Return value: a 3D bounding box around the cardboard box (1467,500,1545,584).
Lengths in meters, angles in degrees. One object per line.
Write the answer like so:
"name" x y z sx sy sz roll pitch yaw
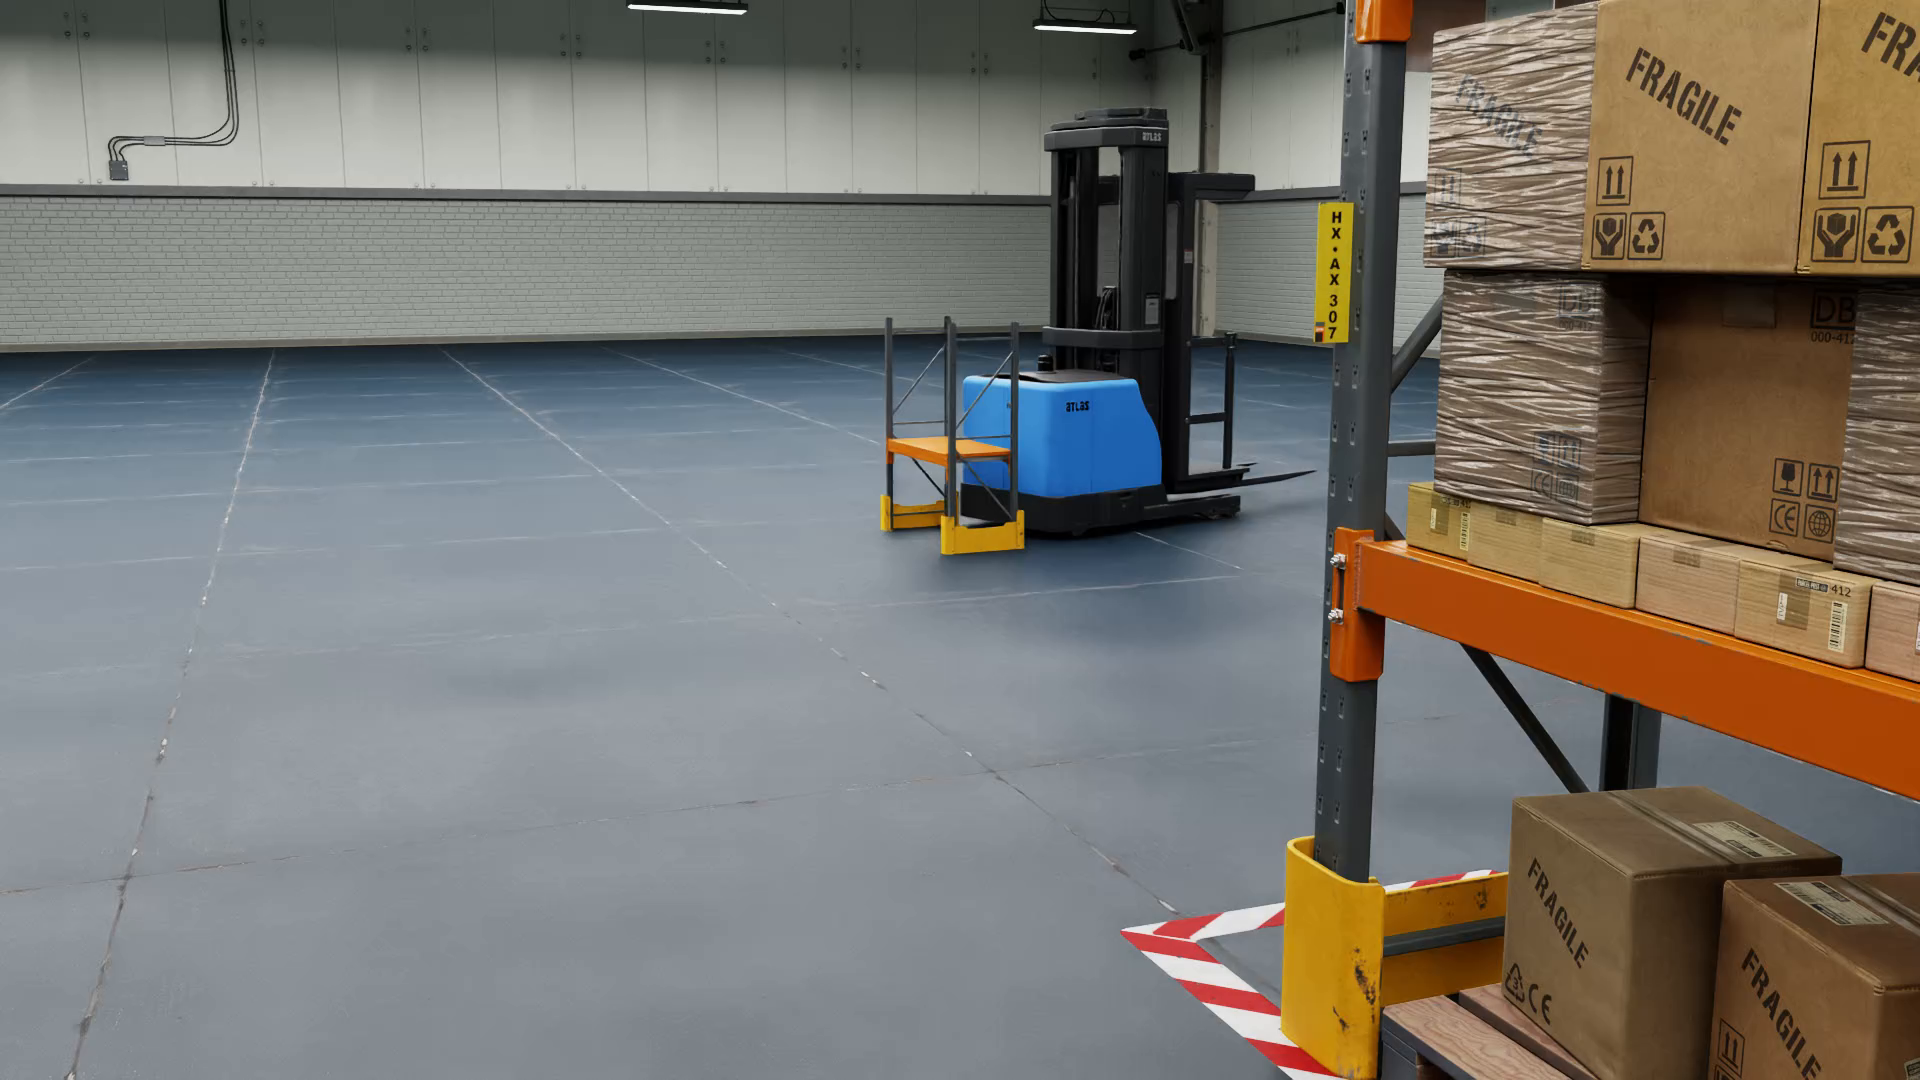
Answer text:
"cardboard box" 1.343 -0.010 3.630 0.380 0.149 0.250 -4 11 -21

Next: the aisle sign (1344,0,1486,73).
"aisle sign" 1.087 -1.509 3.913 0.394 0.787 0.004 -4 11 -21

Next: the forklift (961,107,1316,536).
"forklift" 1.463 -1.654 12.352 3.031 2.935 1.130 -8 13 -39

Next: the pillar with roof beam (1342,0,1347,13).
"pillar with roof beam" 3.590 -7.719 29.120 9.100 9.000 0.548 -4 11 -21

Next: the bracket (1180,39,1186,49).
"bracket" 4.947 -10.789 36.101 0.235 0.232 0.430 -4 11 -21

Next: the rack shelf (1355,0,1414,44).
"rack shelf" 2.114 -1.034 2.156 1.077 0.370 4.000 -4 11 -21

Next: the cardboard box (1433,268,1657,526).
"cardboard box" 1.563 -0.342 3.641 0.875 0.500 0.500 -4 11 -21

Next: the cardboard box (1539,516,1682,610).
"cardboard box" 1.420 0.032 3.395 0.380 0.149 0.250 -4 11 -21

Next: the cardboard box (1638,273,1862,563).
"cardboard box" 1.856 -0.268 3.225 0.875 0.500 0.500 -4 11 -21

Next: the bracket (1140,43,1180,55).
"bracket" 4.302 -11.079 37.734 0.076 0.066 3.189 -4 11 -21

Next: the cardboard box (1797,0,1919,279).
"cardboard box" 1.692 -0.655 2.547 0.500 0.500 0.500 -4 11 -21

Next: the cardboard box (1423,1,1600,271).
"cardboard box" 1.335 -0.818 3.466 0.500 0.500 0.500 -4 11 -21

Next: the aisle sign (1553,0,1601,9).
"aisle sign" 1.647 -1.547 4.127 0.394 0.787 0.004 -4 11 -21

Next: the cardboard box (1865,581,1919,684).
"cardboard box" 1.730 0.151 2.721 0.380 0.149 0.250 -4 11 -21

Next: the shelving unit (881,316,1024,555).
"shelving unit" -0.066 -0.746 11.331 0.587 1.500 1.083 -5 11 -26

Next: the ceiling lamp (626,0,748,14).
"ceiling lamp" -4.636 -10.434 27.716 2.000 3.185 0.800 -4 11 -21

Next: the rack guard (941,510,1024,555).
"rack guard" 0.153 -0.052 11.000 0.587 0.250 0.087 -5 11 -26

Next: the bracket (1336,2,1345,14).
"bracket" 7.121 -9.810 30.595 0.235 0.232 0.430 -4 11 -21

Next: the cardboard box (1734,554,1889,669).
"cardboard box" 1.614 0.112 2.941 0.380 0.149 0.250 -4 11 -21

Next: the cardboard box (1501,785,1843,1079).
"cardboard box" 1.600 0.889 3.794 0.500 0.500 0.500 -2 10 -10

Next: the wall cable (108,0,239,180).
"wall cable" -14.912 -9.812 31.173 2.305 6.003 0.169 -4 11 -21

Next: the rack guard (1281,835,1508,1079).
"rack guard" 1.417 1.006 4.340 1.175 0.500 0.348 -4 11 -21

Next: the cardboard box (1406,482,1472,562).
"cardboard box" 1.271 -0.052 3.866 0.380 0.149 0.250 -4 11 -21

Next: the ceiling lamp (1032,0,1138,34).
"ceiling lamp" 2.205 -10.900 30.335 2.000 3.185 0.800 -4 11 -21

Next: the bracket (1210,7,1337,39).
"bracket" 6.181 -10.233 32.975 0.076 0.066 4.783 -4 11 -21

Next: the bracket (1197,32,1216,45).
"bracket" 5.248 -10.654 35.339 0.235 0.232 0.430 -4 11 -21

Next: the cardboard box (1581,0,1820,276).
"cardboard box" 1.510 -0.736 3.005 0.500 0.500 0.500 -4 11 -21

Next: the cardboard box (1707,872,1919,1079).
"cardboard box" 1.849 0.985 3.257 0.500 0.500 0.500 -1 10 -6

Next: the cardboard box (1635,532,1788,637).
"cardboard box" 1.530 0.071 3.173 0.380 0.149 0.250 -4 11 -21

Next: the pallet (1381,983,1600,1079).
"pallet" 1.679 1.283 3.607 1.003 0.211 1.213 -4 11 -21

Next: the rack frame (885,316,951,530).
"rack frame" -0.293 -0.827 11.789 0.500 1.500 0.032 -5 11 -26

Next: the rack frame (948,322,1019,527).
"rack frame" 0.153 -0.667 10.889 0.500 1.500 0.032 -5 11 -26

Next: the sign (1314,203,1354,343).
"sign" 0.884 -0.629 3.921 0.100 0.325 0.005 -4 11 -21

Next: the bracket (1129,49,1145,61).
"bracket" 4.088 -11.176 38.276 0.235 0.232 0.430 -4 11 -21

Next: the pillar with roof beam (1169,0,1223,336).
"pillar with roof beam" 1.416 -8.698 34.626 9.100 9.000 0.548 -4 11 -21

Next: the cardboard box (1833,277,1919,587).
"cardboard box" 1.997 -0.183 2.751 0.875 0.500 0.500 -4 11 -21

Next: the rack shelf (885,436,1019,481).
"rack shelf" -0.070 -0.570 11.370 0.538 0.185 1.000 -5 11 -26

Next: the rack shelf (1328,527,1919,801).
"rack shelf" 2.114 0.443 2.418 1.077 0.370 4.000 -4 11 -21

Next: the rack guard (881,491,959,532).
"rack guard" -0.284 -0.209 11.881 0.587 0.250 0.087 -5 11 -26

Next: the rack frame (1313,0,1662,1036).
"rack frame" 1.390 -0.238 4.190 1.000 3.000 0.127 -4 11 -21
